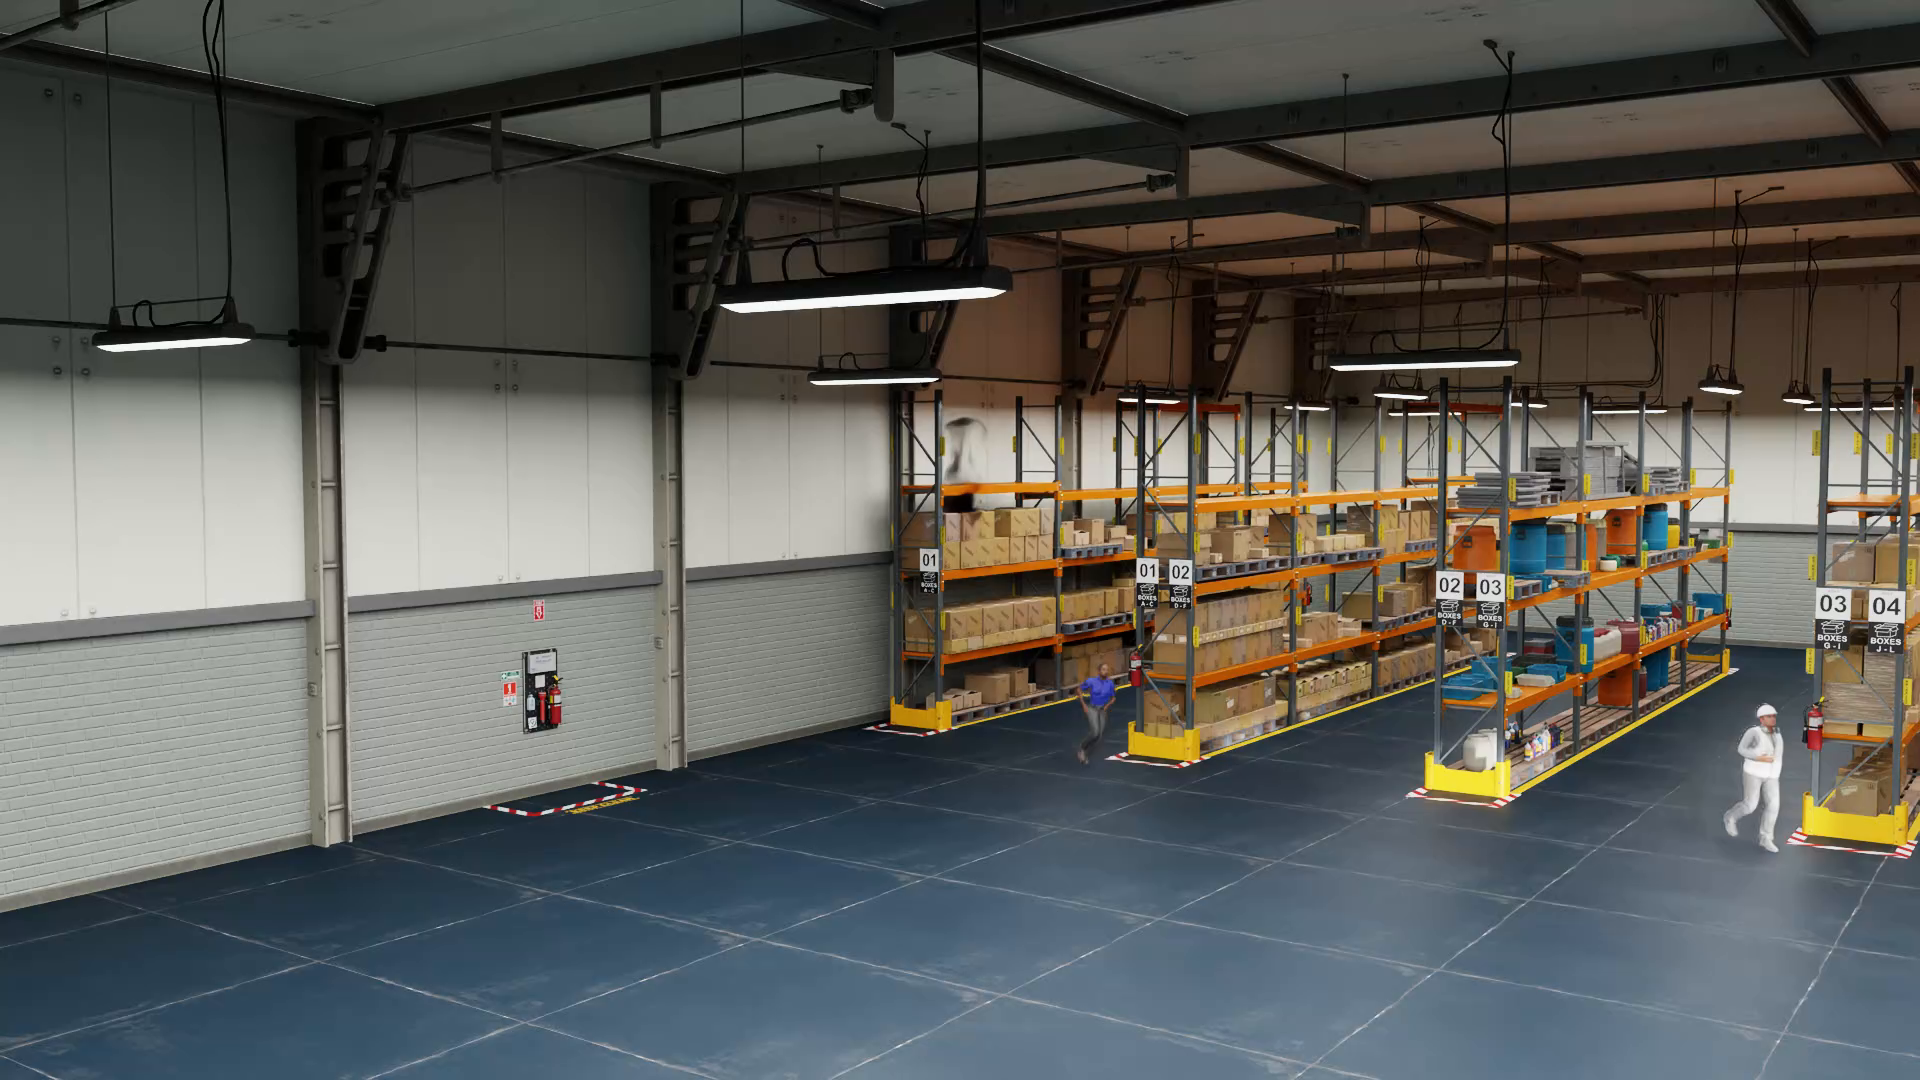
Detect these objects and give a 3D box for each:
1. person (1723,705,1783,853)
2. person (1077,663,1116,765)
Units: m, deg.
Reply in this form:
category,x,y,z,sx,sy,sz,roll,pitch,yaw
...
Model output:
category,x,y,z,sx,sy,sz,roll,pitch,yaw
person,10.046,2.948,20.860,0.670,1.781,0.876,-1,3,-10
person,2.163,2.735,26.140,0.591,1.609,0.583,-1,3,-22
